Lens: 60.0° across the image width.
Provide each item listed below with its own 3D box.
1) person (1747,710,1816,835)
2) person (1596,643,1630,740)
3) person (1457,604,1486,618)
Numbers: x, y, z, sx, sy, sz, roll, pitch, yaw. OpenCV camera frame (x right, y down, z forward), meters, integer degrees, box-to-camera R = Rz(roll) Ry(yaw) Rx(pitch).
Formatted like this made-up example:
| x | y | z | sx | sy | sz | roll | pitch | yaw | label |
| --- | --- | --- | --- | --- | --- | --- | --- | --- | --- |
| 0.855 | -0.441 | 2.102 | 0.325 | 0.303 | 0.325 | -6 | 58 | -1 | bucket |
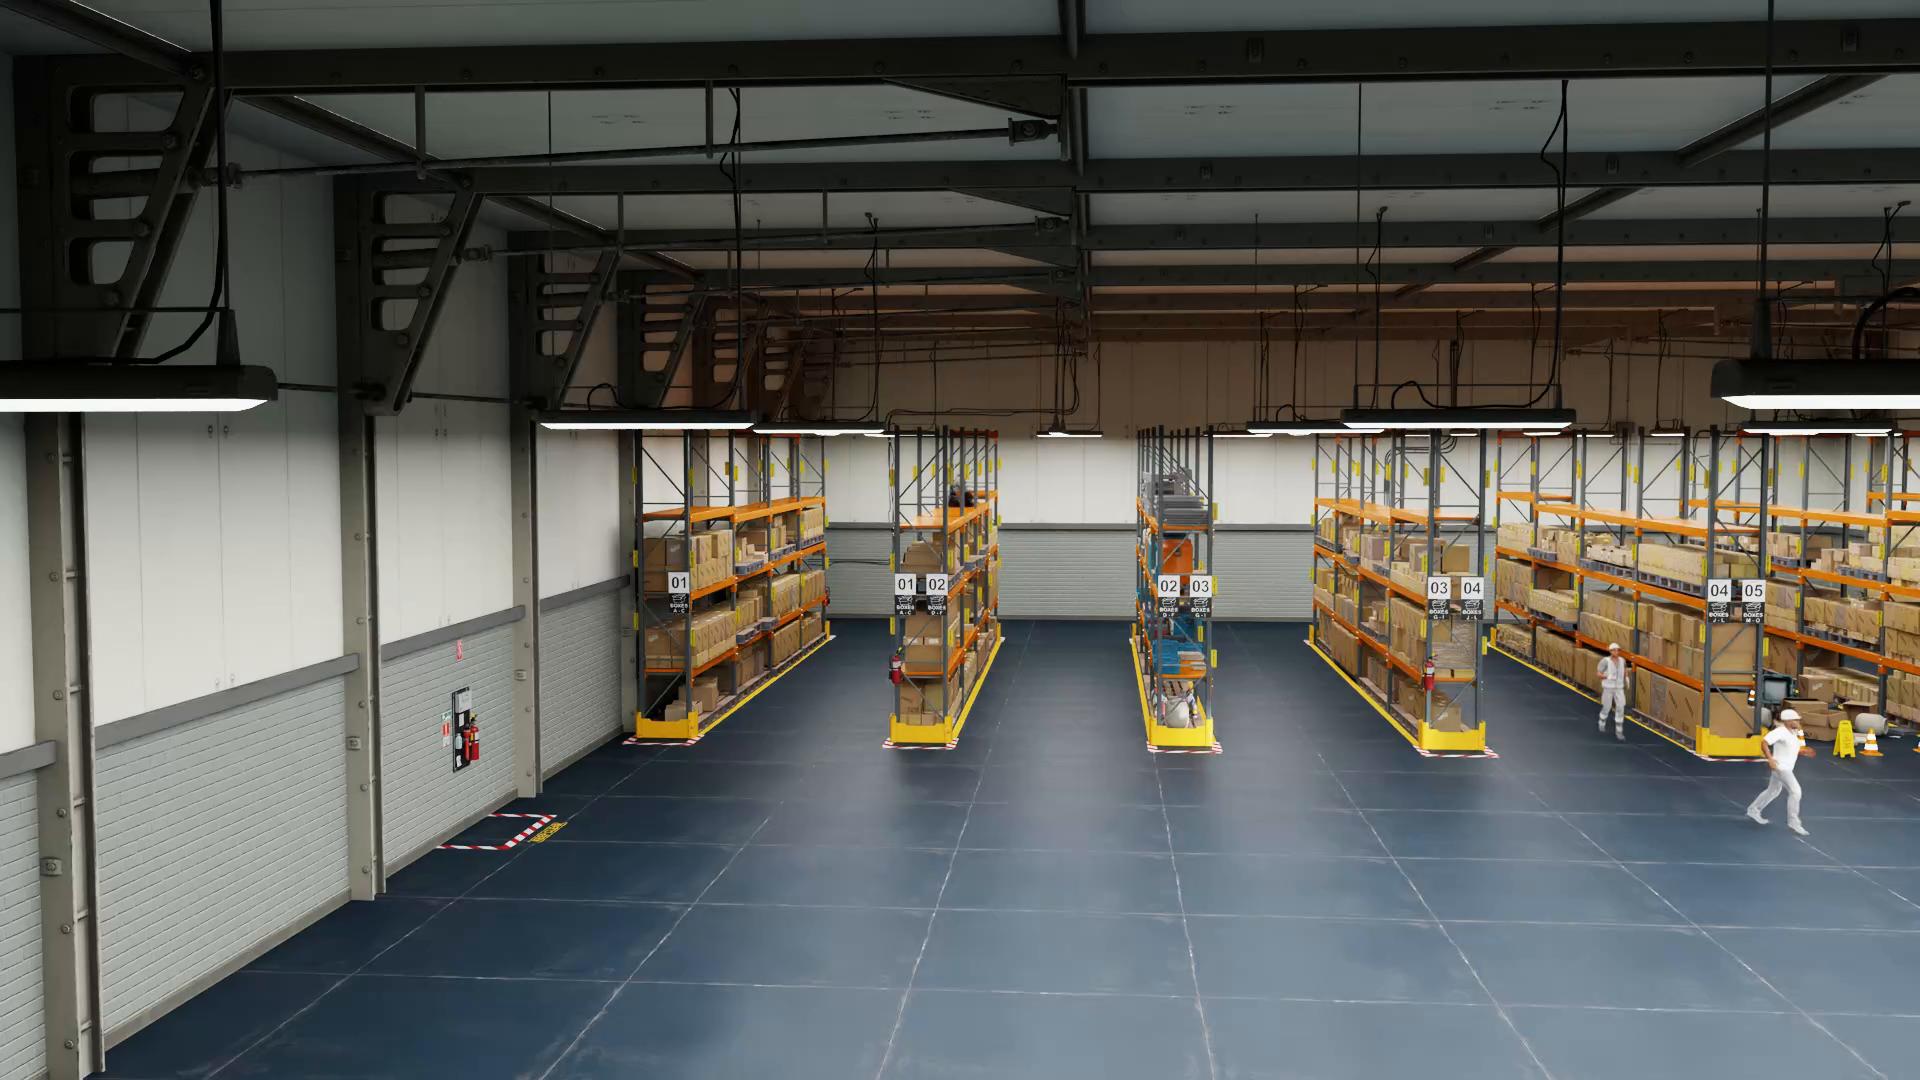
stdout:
| x | y | z | sx | sy | sz | roll | pitch | yaw | label |
| --- | --- | --- | --- | --- | --- | --- | --- | --- | --- |
| 12.055 | 3.379 | 24.414 | 0.882 | 1.807 | 0.616 | 2 | 4 | 33 | person |
| 12.590 | 2.900 | 32.071 | 0.683 | 1.844 | 0.817 | 0 | 3 | 0 | person |
| 13.347 | 2.261 | 43.408 | 0.692 | 1.704 | 0.852 | 0 | 3 | -1 | person |
